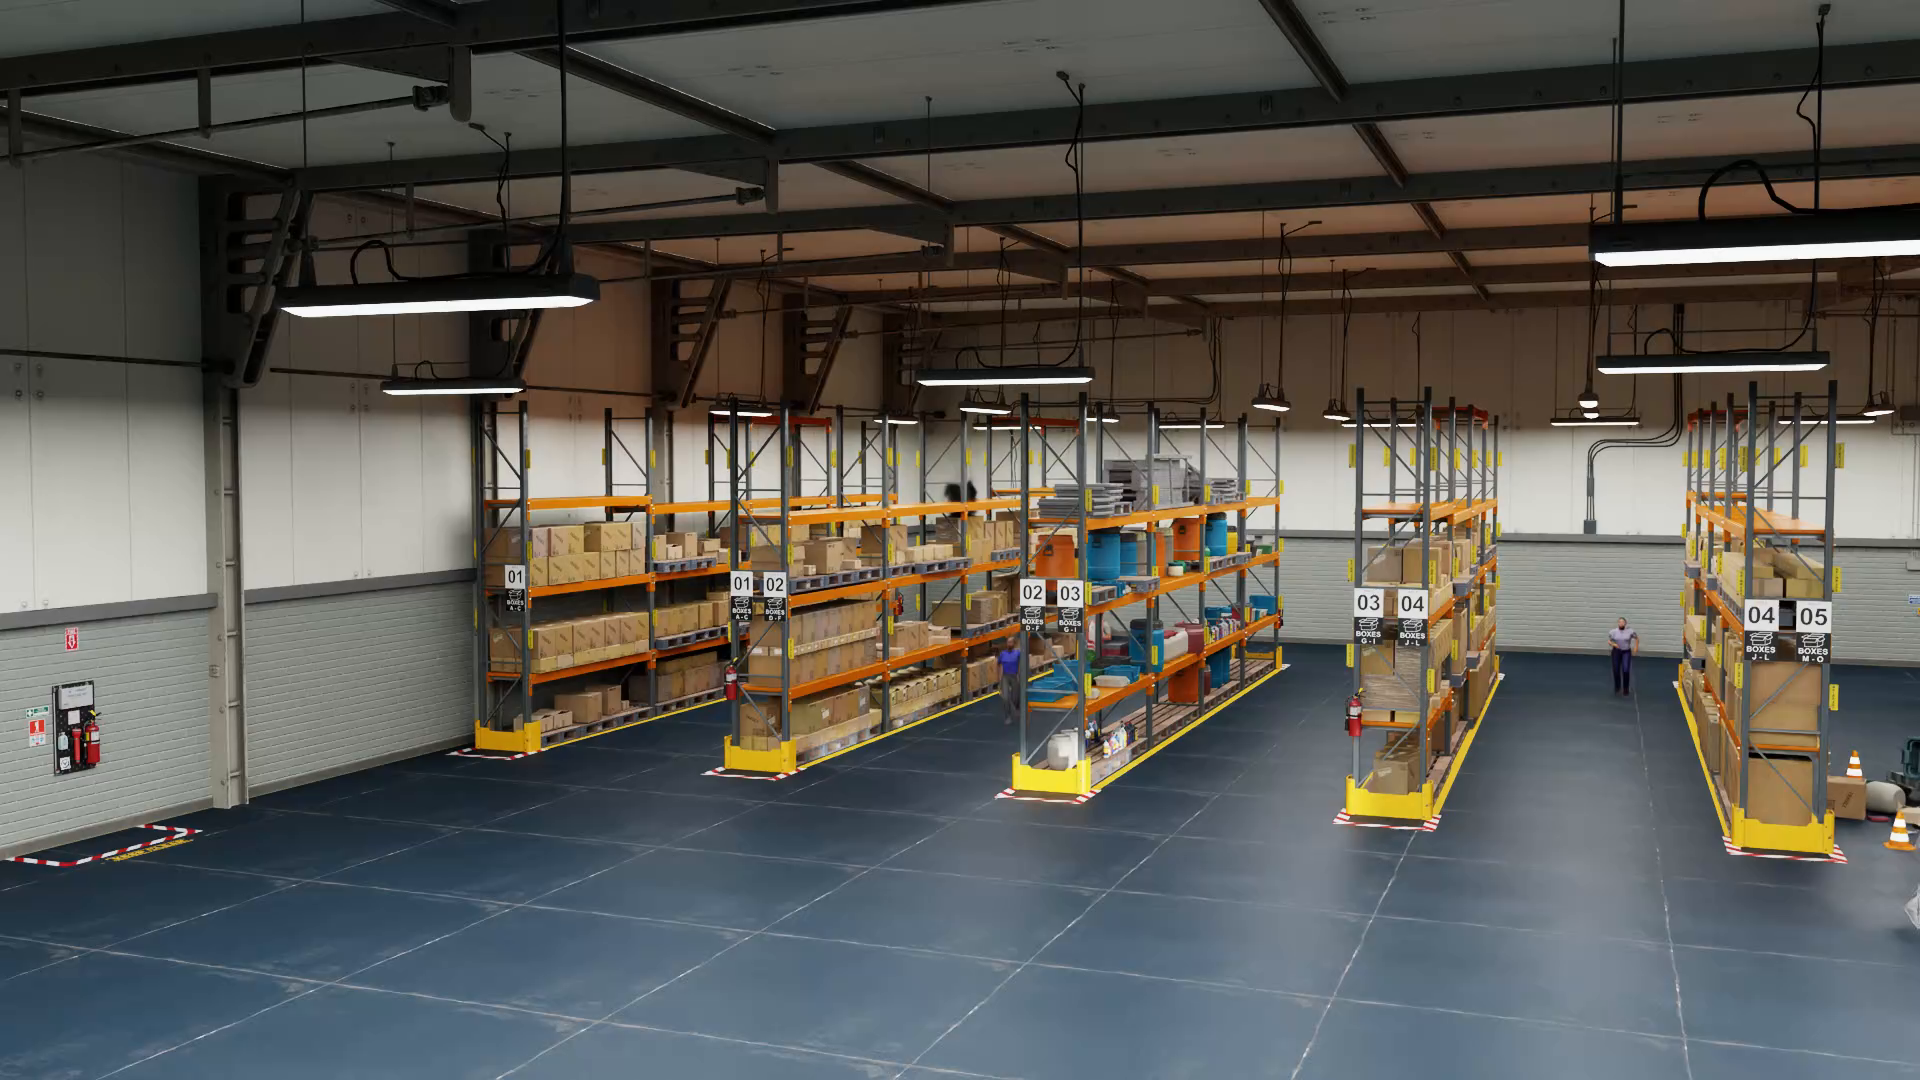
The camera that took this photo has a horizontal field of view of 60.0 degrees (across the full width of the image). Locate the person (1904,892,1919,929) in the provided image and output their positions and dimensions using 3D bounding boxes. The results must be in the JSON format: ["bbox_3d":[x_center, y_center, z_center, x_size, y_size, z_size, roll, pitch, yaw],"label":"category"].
[{"bbox_3d":[10.275,3.313,17.247,0.677,1.833,0.952,-1,3,-24],"label":"person"}]

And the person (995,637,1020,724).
[{"bbox_3d":[0.957,2.607,31.074,0.619,1.603,0.638,1,3,14],"label":"person"}]

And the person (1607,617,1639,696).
[{"bbox_3d":[14.074,2.489,35.336,0.625,1.706,0.713,1,3,25],"label":"person"}]

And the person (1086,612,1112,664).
[{"bbox_3d":[2.719,2.264,33.174,0.630,1.889,0.723,1,3,24],"label":"person"}]
